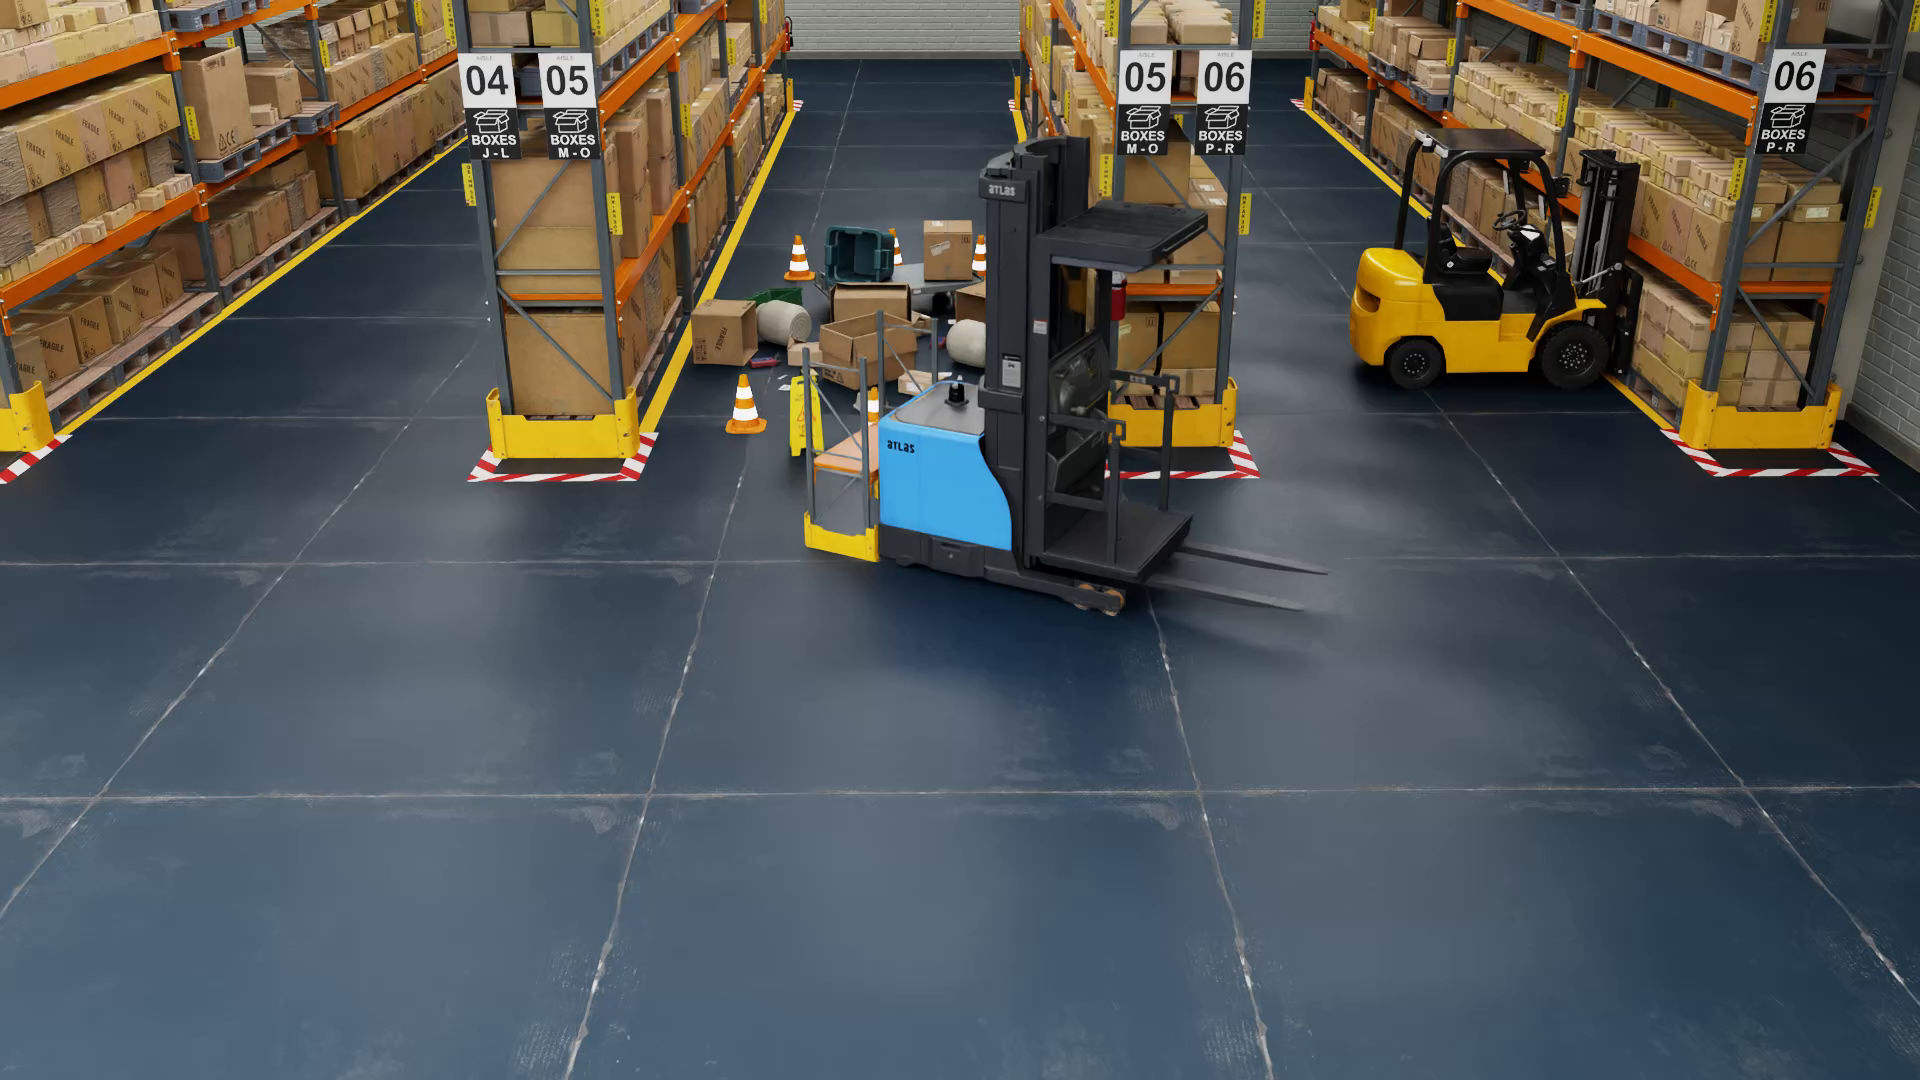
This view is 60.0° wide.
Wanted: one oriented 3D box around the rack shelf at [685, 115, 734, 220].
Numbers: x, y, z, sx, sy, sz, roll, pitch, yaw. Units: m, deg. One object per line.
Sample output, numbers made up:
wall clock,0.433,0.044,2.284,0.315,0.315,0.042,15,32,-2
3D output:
rack shelf,-3.316,-4.259,18.783,1.077,0.370,4.000,0,24,-1

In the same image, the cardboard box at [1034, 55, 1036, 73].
cardboard box,1.316,-6.659,23.399,0.500,0.250,0.500,-1,24,-2

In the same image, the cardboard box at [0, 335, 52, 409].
cardboard box,-8.201,-1.444,14.209,0.500,0.500,0.500,4,25,9

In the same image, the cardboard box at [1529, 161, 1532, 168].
cardboard box,6.340,-4.196,17.952,0.500,0.250,0.500,0,24,-1

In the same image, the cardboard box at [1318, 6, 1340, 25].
cardboard box,6.223,-8.674,27.493,0.500,0.250,0.500,0,24,0

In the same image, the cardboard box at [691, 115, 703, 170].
cardboard box,-3.037,-4.234,17.734,0.500,0.500,0.500,0,24,0

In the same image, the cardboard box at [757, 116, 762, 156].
cardboard box,-3.121,-5.808,23.858,0.500,0.500,0.500,-1,24,-2

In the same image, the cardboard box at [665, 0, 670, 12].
cardboard box,-2.970,-5.103,15.810,0.380,0.149,0.250,0,24,-1

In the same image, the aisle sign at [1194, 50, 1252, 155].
aisle sign,2.009,-3.339,12.721,0.394,0.787,0.004,0,24,-1

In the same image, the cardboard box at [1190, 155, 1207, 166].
cardboard box,1.941,-3.189,15.061,0.500,0.500,0.500,-1,24,-2

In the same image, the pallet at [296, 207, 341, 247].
pallet,-8.291,-3.838,20.363,1.003,0.211,1.213,0,24,-1

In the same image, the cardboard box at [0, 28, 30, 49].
cardboard box,-7.945,-4.152,13.731,0.380,0.149,0.250,0,24,-1

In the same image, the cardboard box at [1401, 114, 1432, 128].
cardboard box,6.346,-5.808,23.072,0.380,0.149,0.250,1,24,1

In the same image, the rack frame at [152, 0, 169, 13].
rack frame,-8.255,-6.515,15.619,1.000,3.000,0.127,0,24,-1

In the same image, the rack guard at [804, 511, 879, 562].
rack guard,-0.848,-0.029,11.894,0.587,0.250,0.087,12,27,25

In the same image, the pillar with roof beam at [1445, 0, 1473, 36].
pillar with roof beam,3.120,-10.152,23.660,9.100,9.000,0.400,0,24,-1

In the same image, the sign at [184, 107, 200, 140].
sign,-7.712,-4.182,16.690,0.100,0.325,0.005,0,24,-1

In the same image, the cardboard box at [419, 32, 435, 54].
cardboard box,-8.085,-7.340,24.545,0.500,0.250,0.500,-1,24,-2

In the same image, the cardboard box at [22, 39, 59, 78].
cardboard box,-7.971,-4.048,13.987,0.500,0.250,0.500,0,24,-1

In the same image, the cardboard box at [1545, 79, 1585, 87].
cardboard box,6.921,-5.181,19.040,0.380,0.149,0.250,-1,24,-1

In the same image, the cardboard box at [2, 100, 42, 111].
cardboard box,-8.475,-3.614,14.789,0.500,0.500,0.500,0,24,-1

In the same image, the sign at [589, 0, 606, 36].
sign,-2.695,-3.915,12.354,0.100,0.325,0.005,0,24,-1

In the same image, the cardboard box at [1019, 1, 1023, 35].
cardboard box,1.242,-8.618,27.426,0.500,0.500,0.500,0,24,-1

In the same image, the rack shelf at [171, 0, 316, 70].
rack shelf,-8.276,-5.645,18.208,1.077,0.370,4.000,0,24,-1

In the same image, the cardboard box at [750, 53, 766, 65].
cardboard box,-3.057,-7.063,24.415,0.380,0.149,0.250,1,24,1

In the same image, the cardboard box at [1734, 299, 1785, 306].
cardboard box,6.837,-2.001,14.531,0.500,0.250,0.500,0,24,0

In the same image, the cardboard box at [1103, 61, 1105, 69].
cardboard box,1.429,-4.104,14.233,0.380,0.149,0.250,-1,24,-2

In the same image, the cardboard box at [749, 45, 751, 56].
cardboard box,-3.179,-6.973,23.707,0.380,0.149,0.250,-1,24,-2

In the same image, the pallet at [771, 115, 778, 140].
pallet,-3.440,-6.569,26.402,1.003,0.211,1.213,0,24,-1

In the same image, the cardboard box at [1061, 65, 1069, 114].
cardboard box,1.408,-5.021,18.603,0.500,0.500,0.500,-1,24,-3

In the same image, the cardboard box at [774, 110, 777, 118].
cardboard box,-3.126,-6.850,26.589,0.380,0.149,0.250,0,24,0

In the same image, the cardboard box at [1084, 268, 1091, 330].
cardboard box,1.421,-2.210,15.298,0.500,0.500,0.500,-1,24,-2

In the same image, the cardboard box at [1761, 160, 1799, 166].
cardboard box,6.898,-3.137,14.160,0.380,0.149,0.250,0,24,0

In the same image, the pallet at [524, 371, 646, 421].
pallet,-3.337,-1.173,14.471,1.003,0.211,1.213,0,24,-1

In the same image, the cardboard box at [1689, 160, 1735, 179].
cardboard box,6.455,-3.138,14.161,0.380,0.149,0.250,0,24,0

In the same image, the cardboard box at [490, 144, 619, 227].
cardboard box,-3.215,-2.828,13.253,0.875,0.550,0.550,0,24,-1

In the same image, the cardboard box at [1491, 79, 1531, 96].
cardboard box,6.308,-5.175,19.028,0.380,0.149,0.250,0,24,1

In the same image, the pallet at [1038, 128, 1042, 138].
pallet,1.638,-6.166,25.511,1.003,0.211,1.213,0,24,-1

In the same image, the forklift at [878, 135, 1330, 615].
forklift,0.975,-1.085,10.976,3.031,2.935,1.130,12,27,24

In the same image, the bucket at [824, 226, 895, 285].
bucket,-0.987,-2.918,17.073,0.726,0.611,0.620,8,16,18

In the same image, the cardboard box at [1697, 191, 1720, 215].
cardboard box,6.345,-2.790,13.754,0.380,0.149,0.250,0,24,0

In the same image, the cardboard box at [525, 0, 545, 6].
cardboard box,-3.539,-4.192,13.312,0.500,0.250,0.500,0,24,0

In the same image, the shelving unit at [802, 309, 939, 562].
shelving unit,-0.617,-0.780,12.038,0.587,1.500,1.083,12,27,25

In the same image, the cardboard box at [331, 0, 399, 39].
cardboard box,-8.327,-7.318,23.335,0.797,0.503,0.637,-1,24,-2

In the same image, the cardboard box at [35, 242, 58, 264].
cardboard box,-7.970,-2.447,14.208,0.380,0.149,0.250,0,24,-1

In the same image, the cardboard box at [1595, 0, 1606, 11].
cardboard box,6.319,-5.153,15.921,0.380,0.149,0.250,0,24,1

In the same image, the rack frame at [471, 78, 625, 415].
rack frame,-3.250,-2.114,13.168,1.000,3.000,0.127,0,24,-1

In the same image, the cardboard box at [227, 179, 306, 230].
cardboard box,-8.252,-3.987,19.809,0.700,0.500,0.500,-2,24,-5

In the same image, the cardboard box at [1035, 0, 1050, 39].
cardboard box,1.318,-7.232,23.149,0.500,0.500,0.500,0,24,-1

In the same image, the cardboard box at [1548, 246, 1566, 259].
cardboard box,6.315,-2.816,16.940,0.500,0.250,0.500,0,24,-1

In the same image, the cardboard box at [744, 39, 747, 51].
cardboard box,-3.175,-6.898,23.179,0.380,0.149,0.250,1,24,2

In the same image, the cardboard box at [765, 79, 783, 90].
cardboard box,-3.090,-7.444,27.180,0.380,0.149,0.250,-1,24,-2

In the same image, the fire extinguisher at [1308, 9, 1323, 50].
fire extinguisher,6.024,-8.649,28.162,0.296,0.674,0.183,0,24,-1

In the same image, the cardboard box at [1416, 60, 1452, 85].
cardboard box,6.239,-6.055,21.554,0.500,0.250,0.500,-1,24,-3

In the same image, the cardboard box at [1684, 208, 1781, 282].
cardboard box,6.394,-2.449,13.788,0.500,0.500,0.500,-1,24,-2
